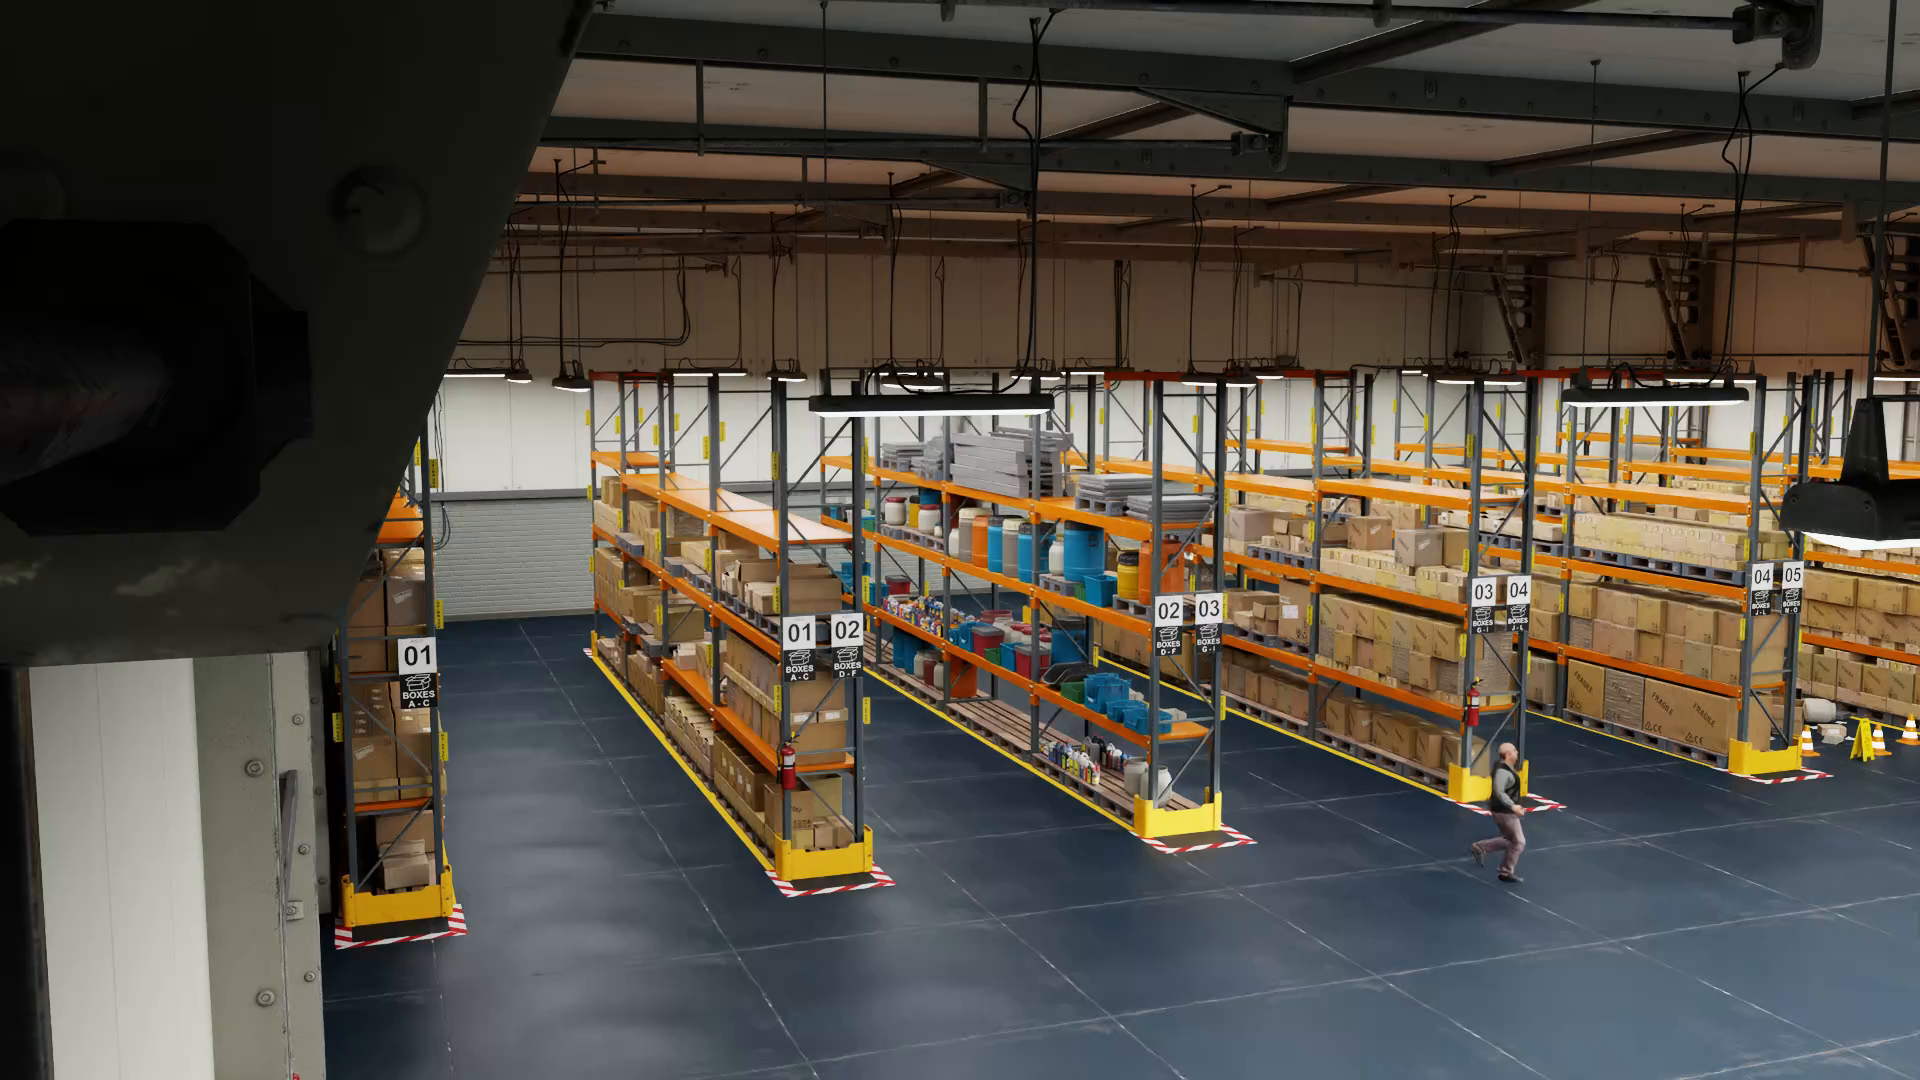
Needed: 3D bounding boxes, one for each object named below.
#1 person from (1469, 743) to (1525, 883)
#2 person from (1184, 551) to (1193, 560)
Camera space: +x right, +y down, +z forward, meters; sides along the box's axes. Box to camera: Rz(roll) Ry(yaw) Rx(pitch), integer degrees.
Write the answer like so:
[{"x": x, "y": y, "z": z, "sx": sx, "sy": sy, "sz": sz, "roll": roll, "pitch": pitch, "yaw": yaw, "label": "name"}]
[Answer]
[{"x": 6.495, "y": 3.267, "z": 20.059, "sx": 0.641, "sy": 1.683, "sz": 0.687, "roll": 1, "pitch": 7, "yaw": 13, "label": "person"}, {"x": 5.612, "y": 0.903, "z": 41.180, "sx": 0.638, "sy": 1.781, "sz": 0.660, "roll": -3, "pitch": 7, "yaw": -26, "label": "person"}]
